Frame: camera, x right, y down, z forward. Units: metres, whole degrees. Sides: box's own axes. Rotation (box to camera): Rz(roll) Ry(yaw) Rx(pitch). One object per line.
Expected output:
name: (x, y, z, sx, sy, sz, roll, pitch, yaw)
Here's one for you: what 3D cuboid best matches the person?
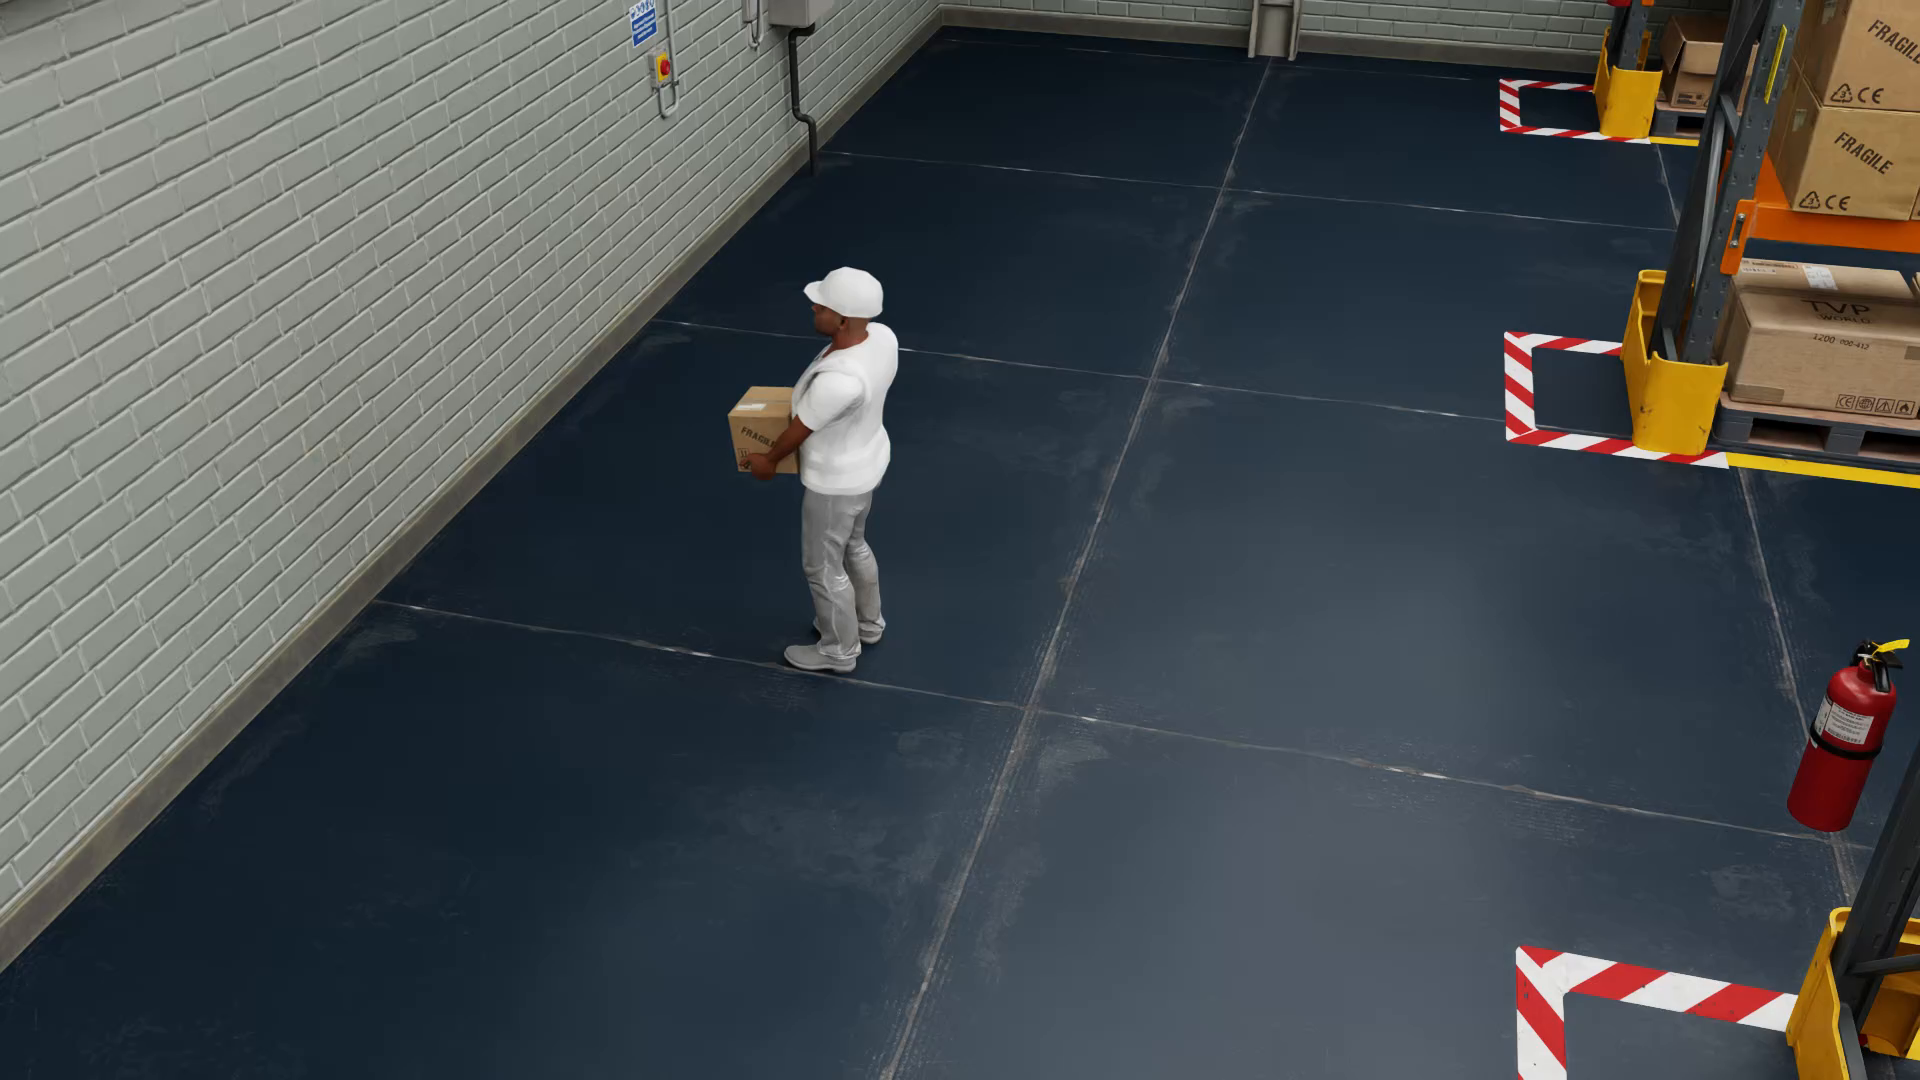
person: (-0.552, -0.269, 6.542, 0.577, 1.761, 0.502, 8, 34, 13)
